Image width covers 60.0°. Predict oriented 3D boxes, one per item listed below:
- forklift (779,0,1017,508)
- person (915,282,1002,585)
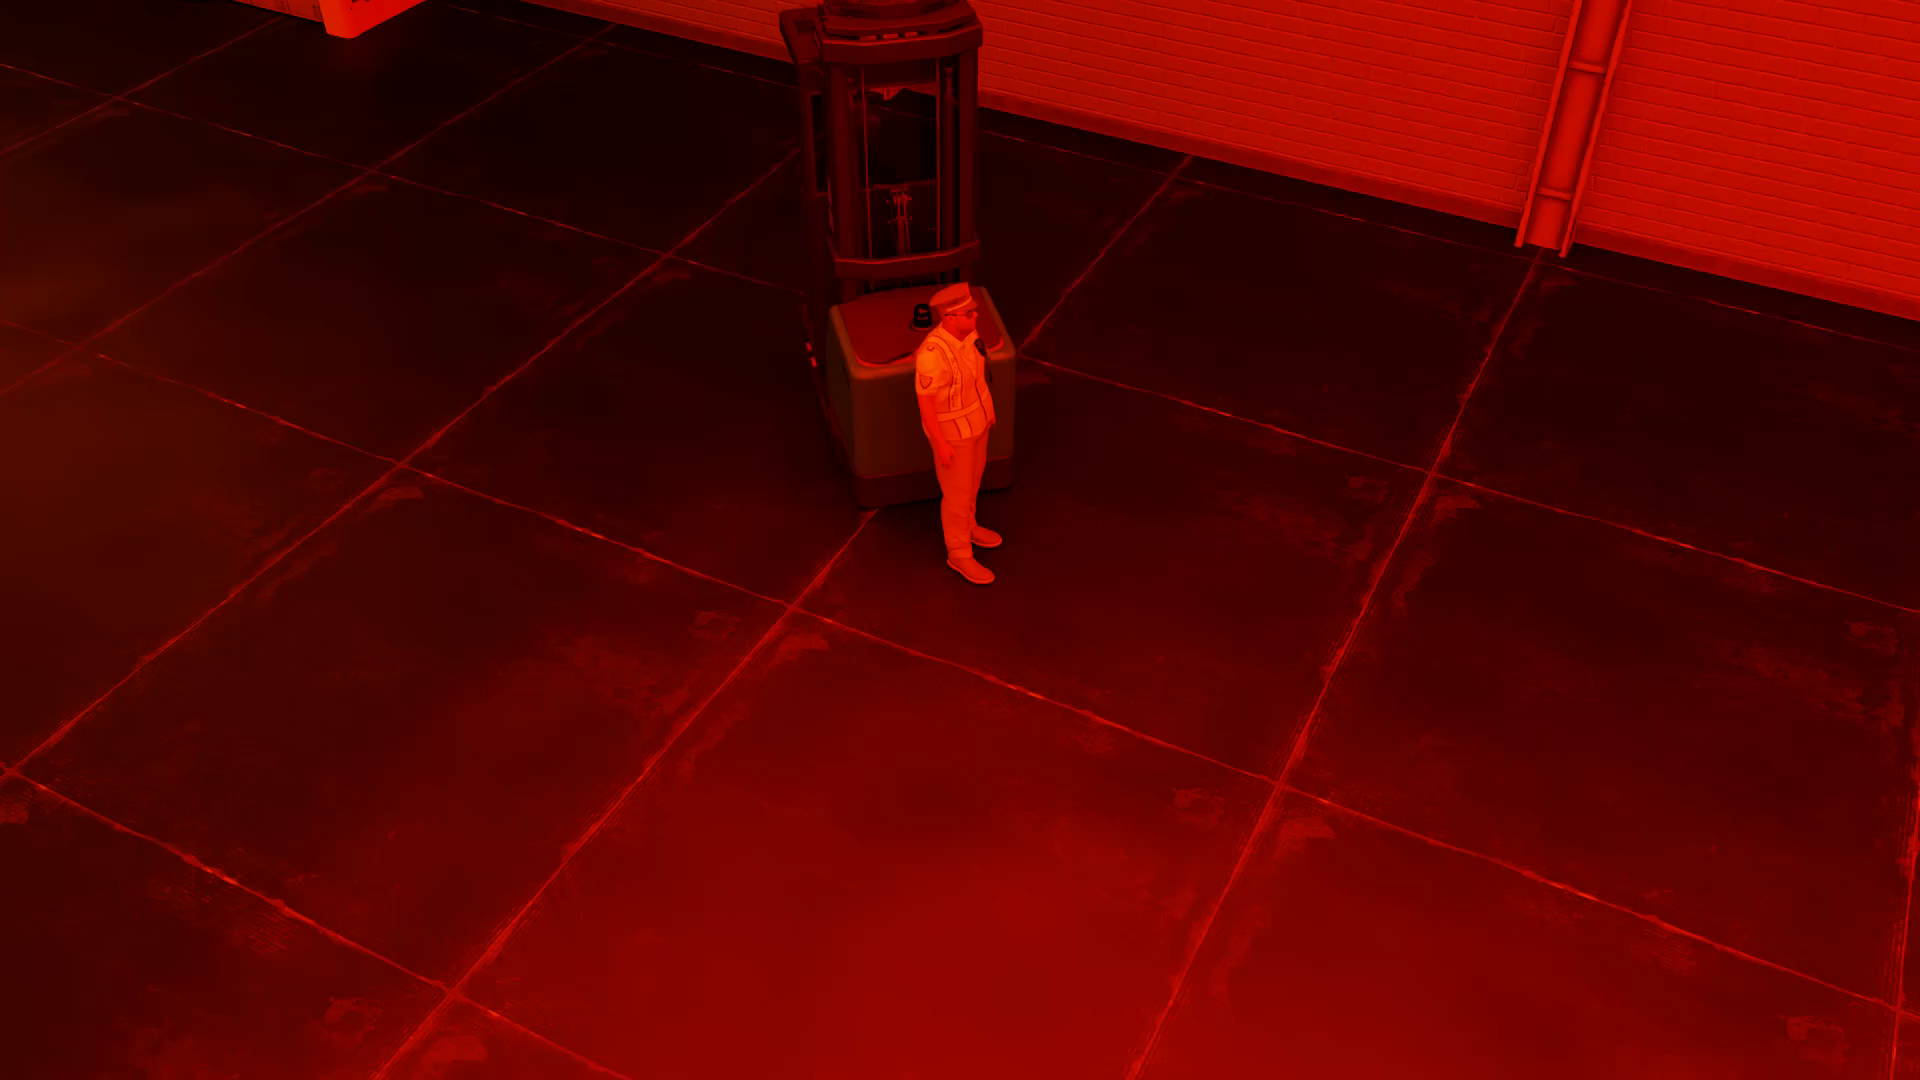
[{"bbox_3d":[-0.491,-2.280,10.694,1.130,2.935,3.031,-9,41,-10],"label":"forklift"},{"bbox_3d":[0.063,-0.657,9.648,0.575,1.781,0.640,18,43,21],"label":"person"}]
